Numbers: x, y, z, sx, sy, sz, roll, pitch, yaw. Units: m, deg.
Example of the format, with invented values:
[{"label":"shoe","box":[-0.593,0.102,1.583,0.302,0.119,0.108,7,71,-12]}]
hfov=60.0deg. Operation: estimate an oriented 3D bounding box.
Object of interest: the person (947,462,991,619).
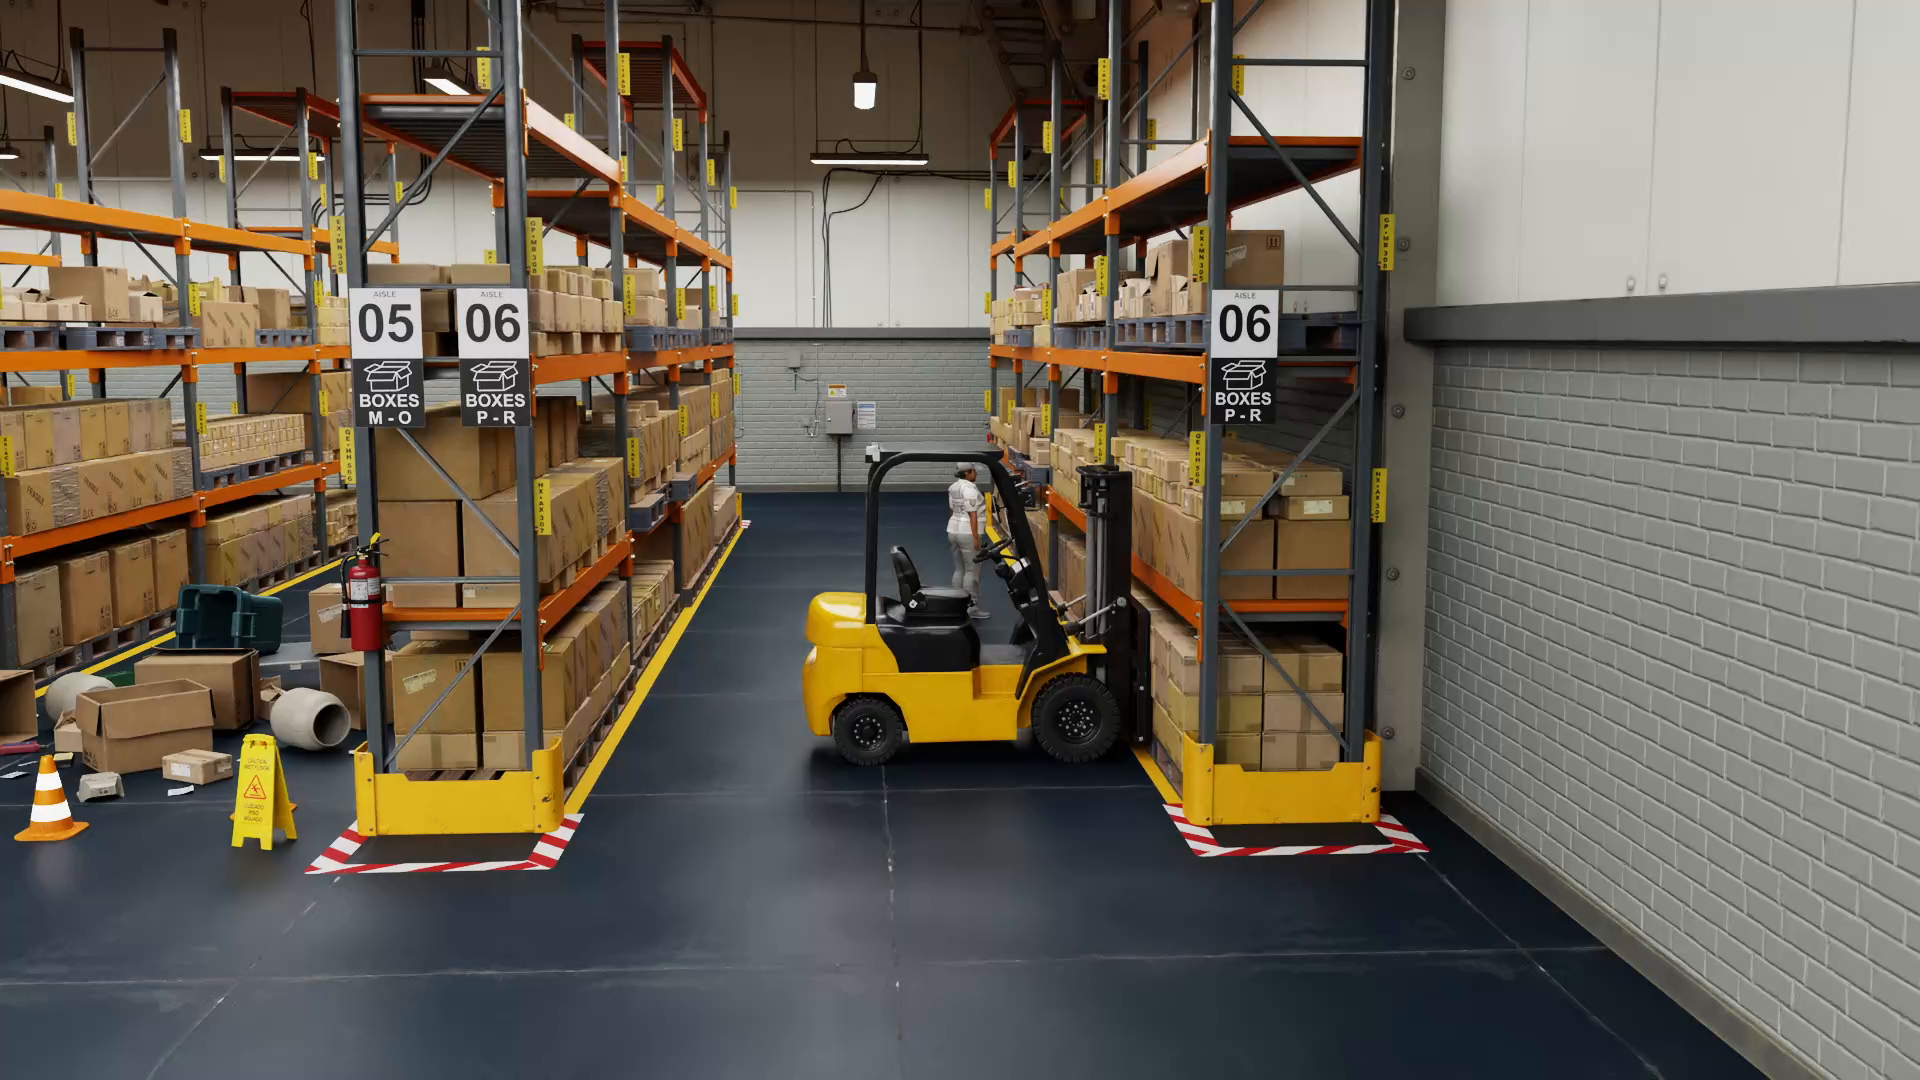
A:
[{"label":"person","box":[0.085,-0.023,17.431,0.388,1.669,0.485,-4,8,-28]}]
